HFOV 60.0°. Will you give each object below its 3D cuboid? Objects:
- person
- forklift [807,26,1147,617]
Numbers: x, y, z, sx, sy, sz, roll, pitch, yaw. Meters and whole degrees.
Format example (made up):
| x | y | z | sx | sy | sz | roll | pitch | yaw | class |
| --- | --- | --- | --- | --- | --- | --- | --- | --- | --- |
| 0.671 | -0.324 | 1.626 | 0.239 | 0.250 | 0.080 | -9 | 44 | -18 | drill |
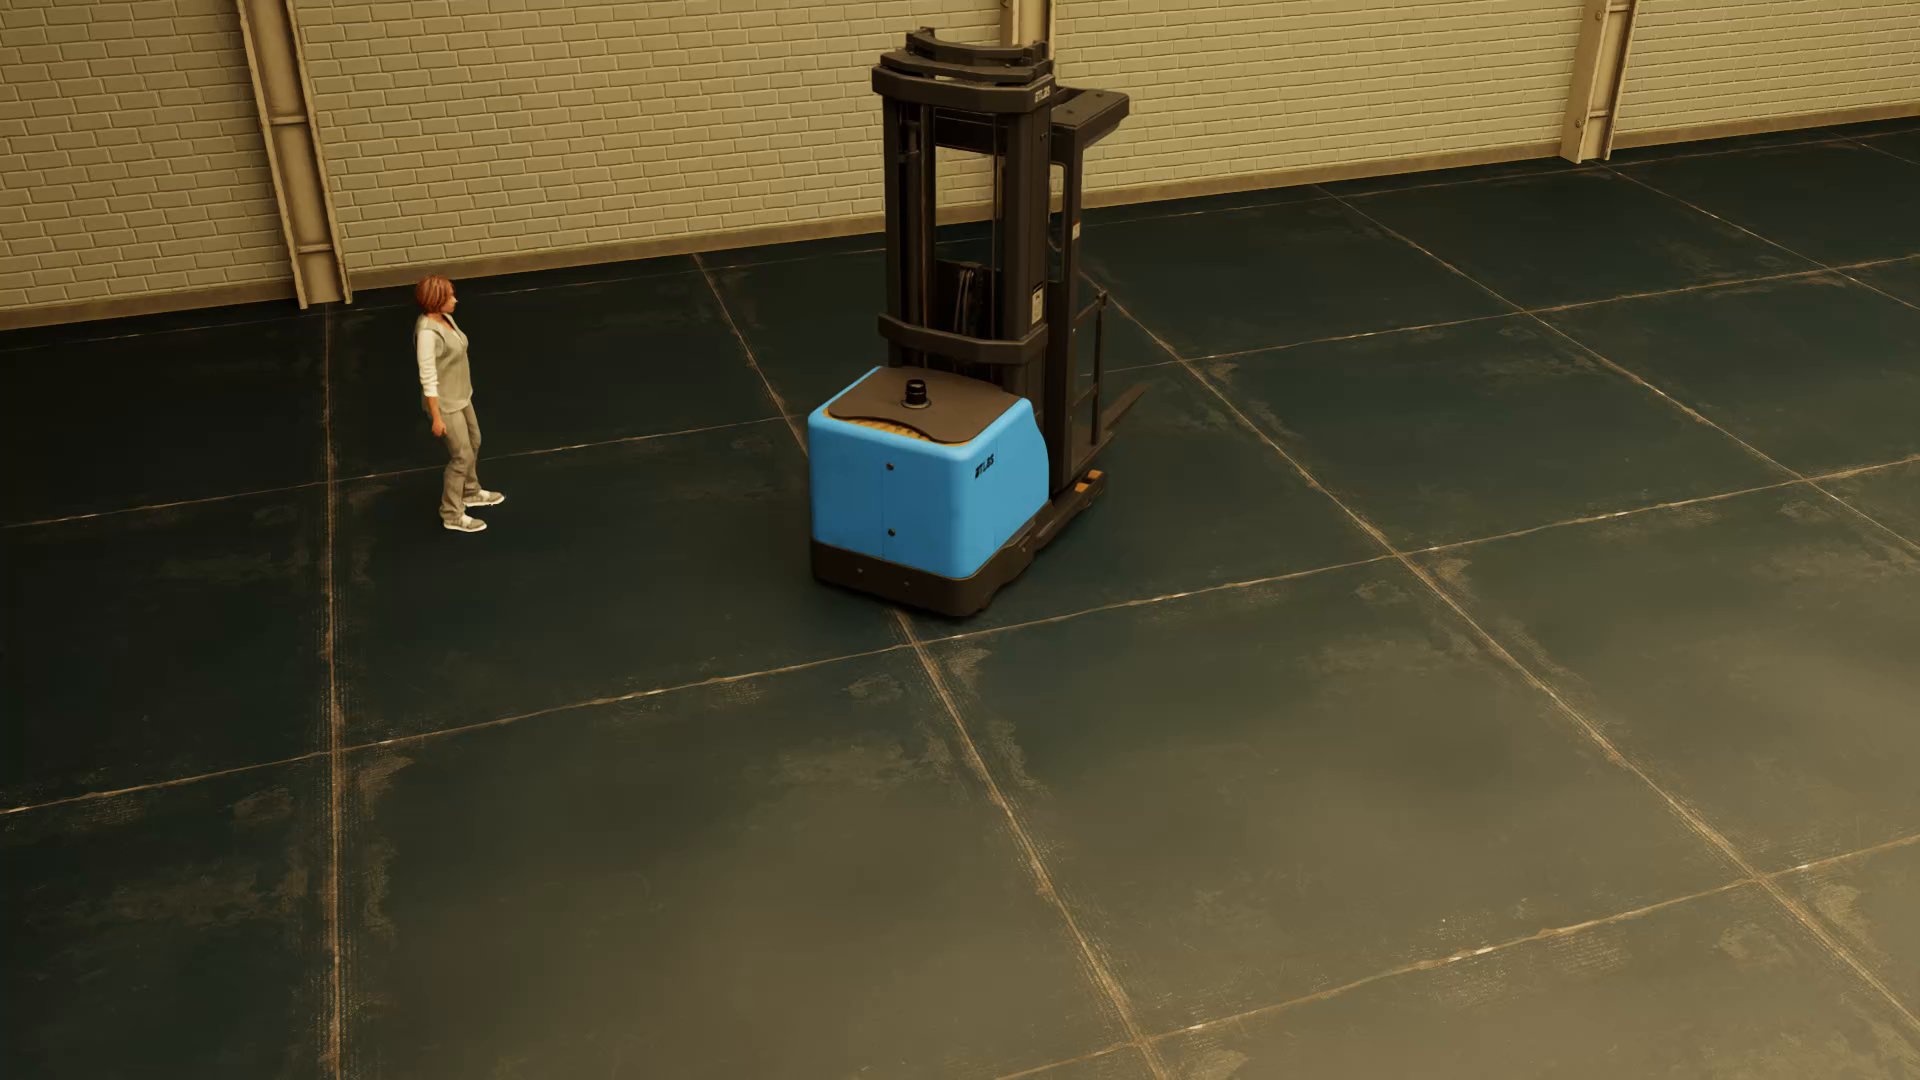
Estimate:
| x | y | z | sx | sy | sz | roll | pitch | yaw | class |
| --- | --- | --- | --- | --- | --- | --- | --- | --- | --- |
| -3.008 | -0.820 | 9.859 | 0.345 | 1.589 | 0.560 | -3 | 30 | -5 | person |
| 0.281 | -1.555 | 9.790 | 1.130 | 2.935 | 3.031 | 15 | 33 | 24 | forklift |
